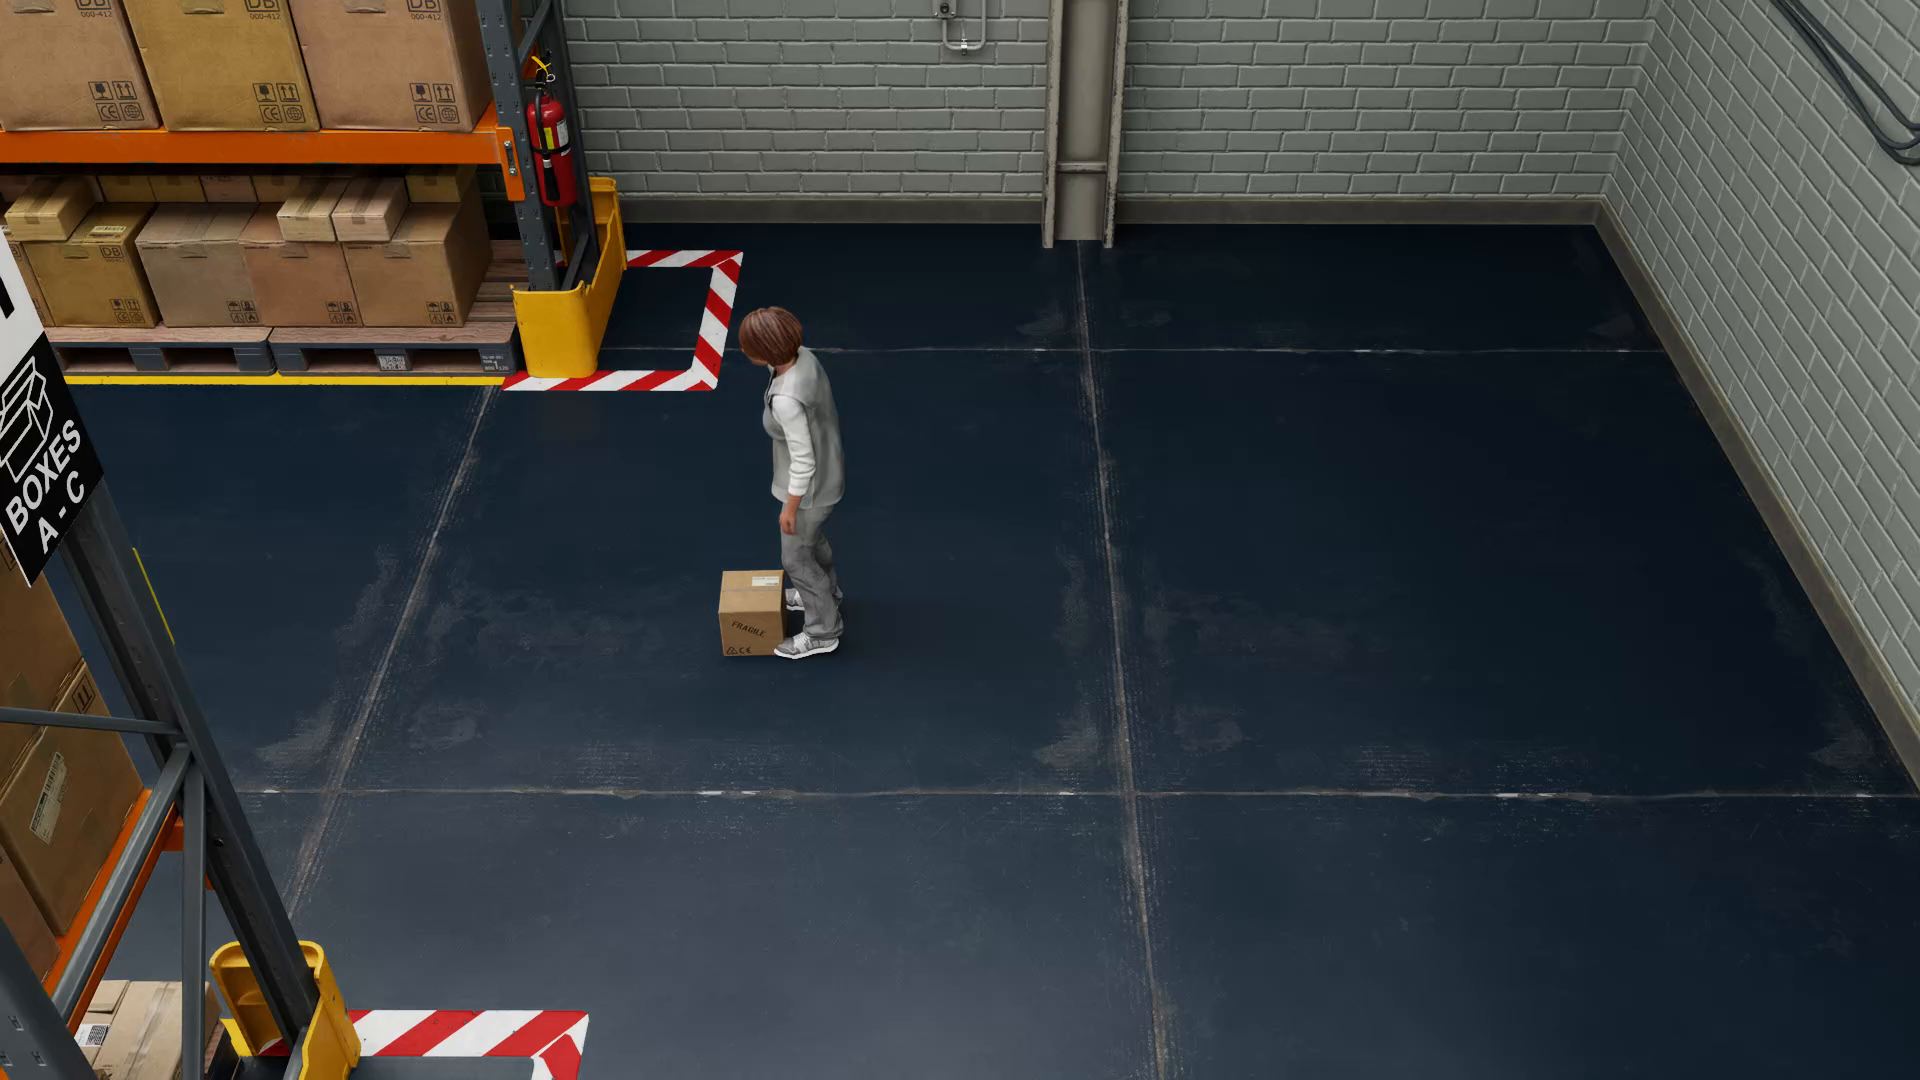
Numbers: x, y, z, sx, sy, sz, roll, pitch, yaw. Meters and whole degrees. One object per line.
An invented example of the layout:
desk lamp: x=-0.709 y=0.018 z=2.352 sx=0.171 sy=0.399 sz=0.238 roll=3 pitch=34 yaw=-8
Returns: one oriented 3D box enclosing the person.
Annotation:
person: x=-0.616 y=-0.219 z=6.425 sx=0.349 sy=1.592 sz=0.466 roll=0 pitch=40 yaw=0
